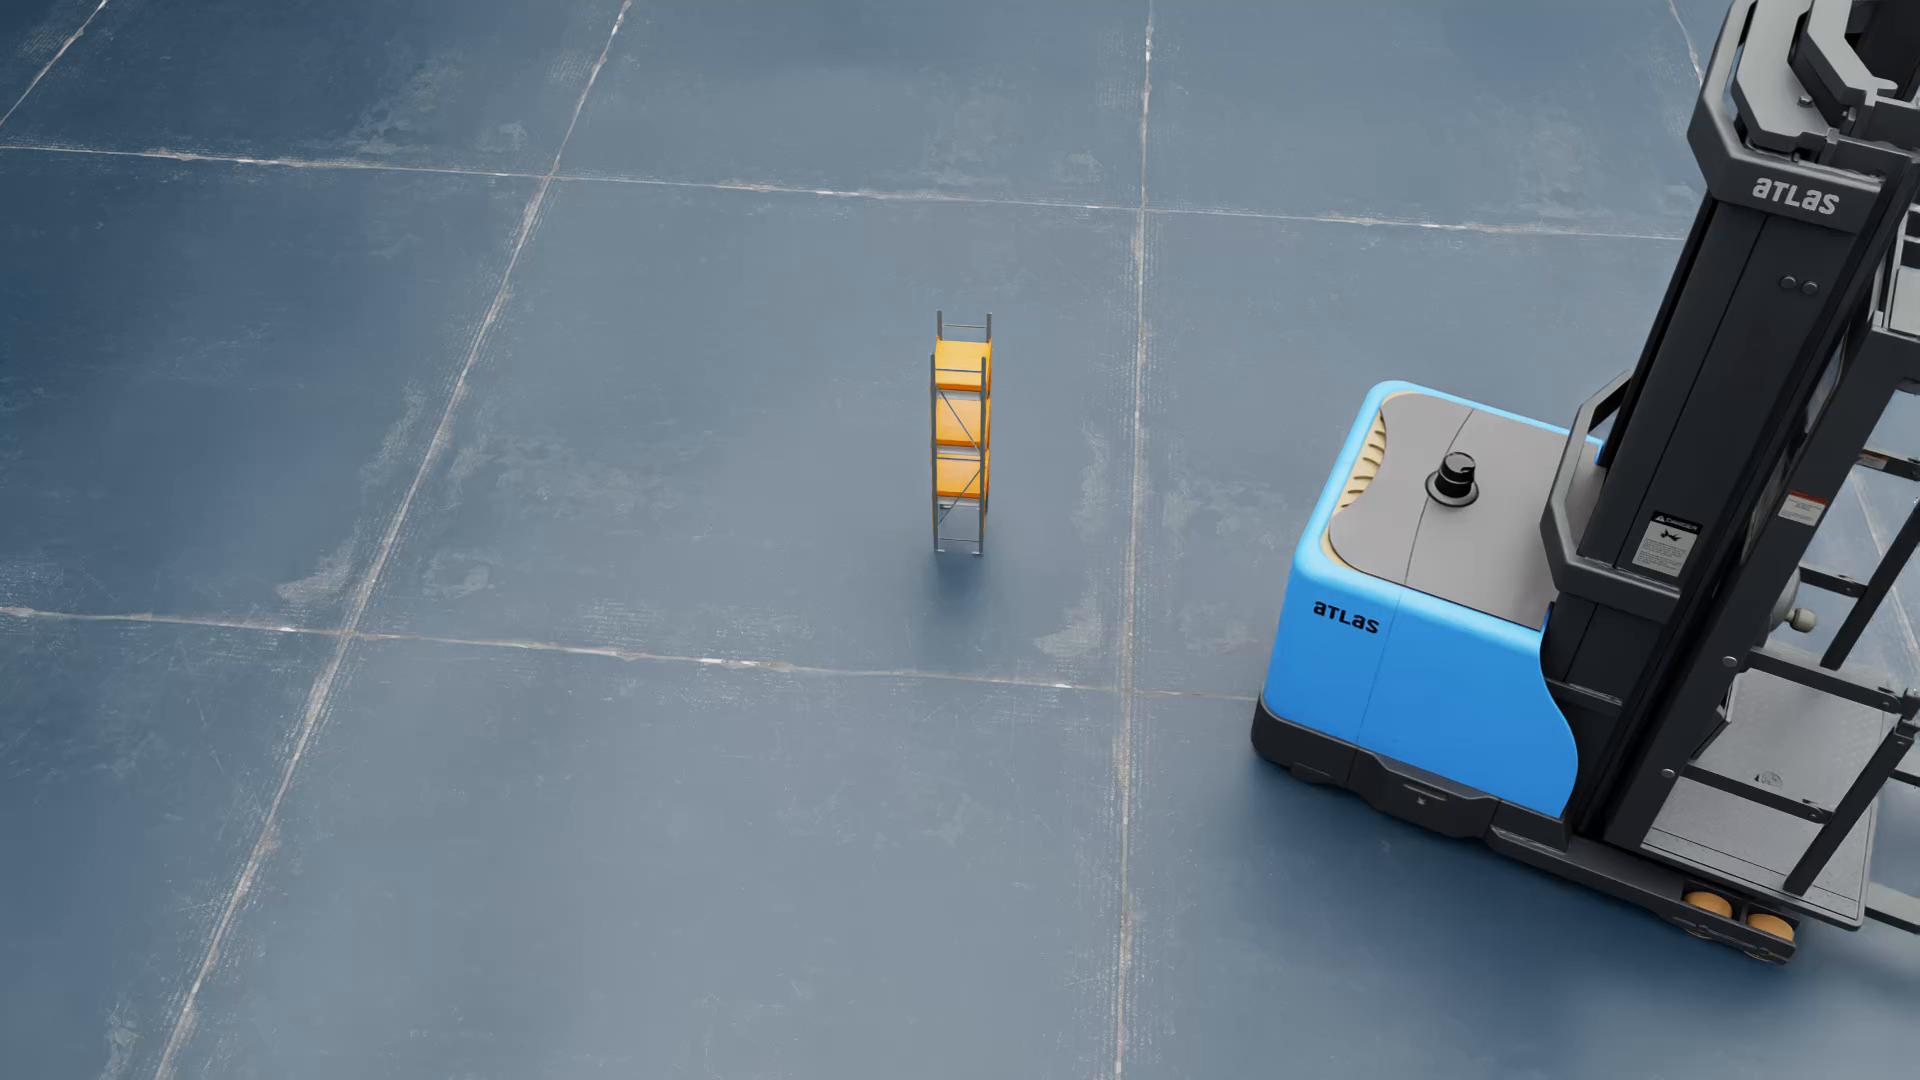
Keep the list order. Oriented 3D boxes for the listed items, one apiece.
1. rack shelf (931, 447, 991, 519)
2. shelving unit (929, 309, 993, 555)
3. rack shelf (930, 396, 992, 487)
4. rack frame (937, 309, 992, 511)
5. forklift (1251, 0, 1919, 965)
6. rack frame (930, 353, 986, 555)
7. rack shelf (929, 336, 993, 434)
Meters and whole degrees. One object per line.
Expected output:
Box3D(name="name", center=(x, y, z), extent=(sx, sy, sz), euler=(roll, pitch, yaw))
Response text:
Box3D(name="rack shelf", center=(0.005, -0.199, 6.611), extent=(0.215, 0.259, 0.240), euler=(4, 48, 4))
Box3D(name="shelving unit", center=(0.005, -0.394, 6.399), extent=(0.215, 1.050, 0.252), euler=(4, 48, 4))
Box3D(name="rack shelf", center=(0.005, -0.387, 6.406), extent=(0.215, 0.259, 0.240), euler=(4, 48, 4))
Box3D(name="rack frame", center=(0.016, -0.483, 6.481), extent=(0.200, 1.050, 0.008), euler=(4, 48, 4))
Box3D(name="forklift", center=(2.606, -0.055, 4.814), extent=(3.031, 2.935, 1.130), euler=(19, 50, 17))
Box3D(name="rack frame", center=(-0.006, -0.304, 6.317), extent=(0.200, 1.050, 0.008), euler=(4, 48, 4))
Box3D(name="rack shelf", center=(0.005, -0.578, 6.197), extent=(0.215, 0.259, 0.240), euler=(4, 48, 4))
